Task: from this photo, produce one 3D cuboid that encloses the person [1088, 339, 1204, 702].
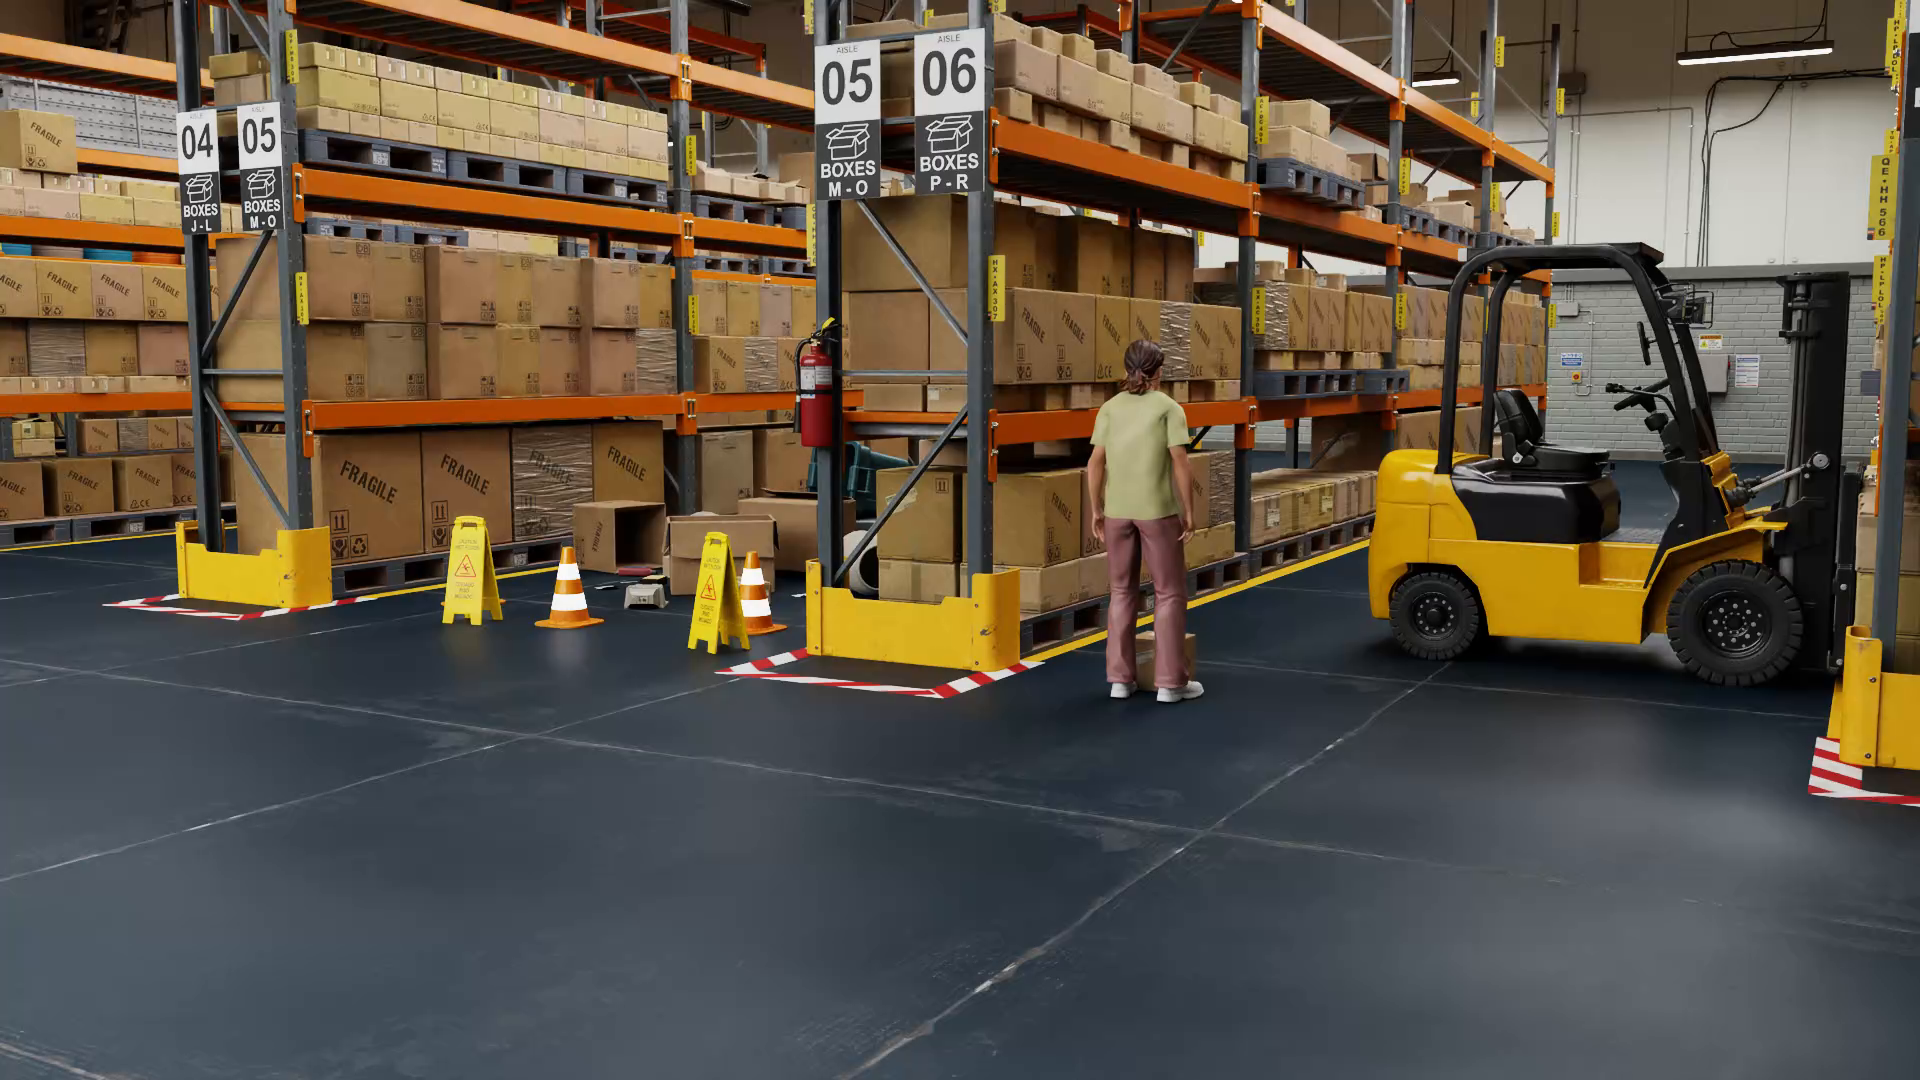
[{"bbox_3d":[0.858,-0.096,7.744,0.521,1.672,0.353,3,7,25],"label":"person"}]
